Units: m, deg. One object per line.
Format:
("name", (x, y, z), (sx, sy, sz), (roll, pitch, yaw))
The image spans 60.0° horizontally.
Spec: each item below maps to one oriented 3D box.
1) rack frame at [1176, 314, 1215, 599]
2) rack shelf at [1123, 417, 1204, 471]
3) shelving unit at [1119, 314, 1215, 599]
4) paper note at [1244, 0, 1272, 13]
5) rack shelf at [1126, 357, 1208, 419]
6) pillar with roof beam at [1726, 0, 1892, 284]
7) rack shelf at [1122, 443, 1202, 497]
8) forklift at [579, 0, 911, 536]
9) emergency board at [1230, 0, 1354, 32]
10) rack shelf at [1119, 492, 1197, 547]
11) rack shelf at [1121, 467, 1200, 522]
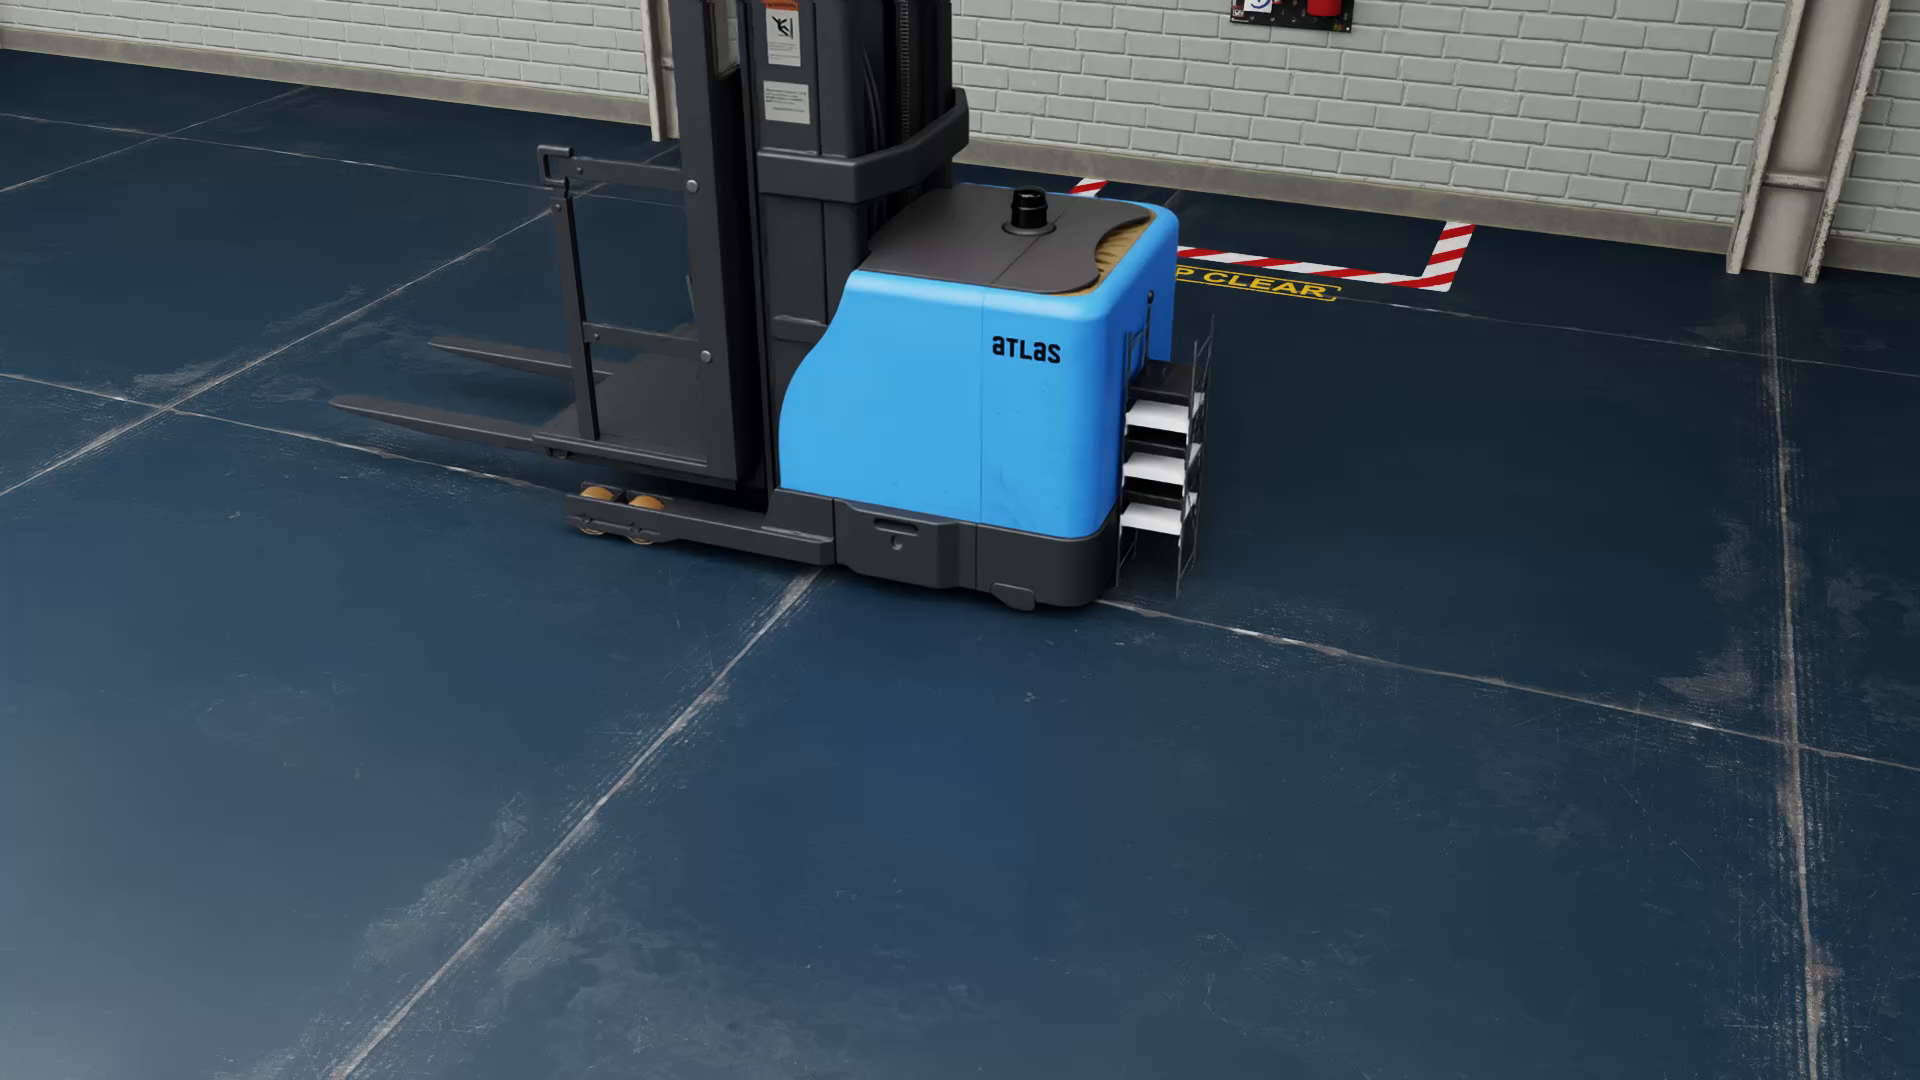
("rack frame", (0.746, -0.255, 5.286), (0.006, 0.900, 0.240), (10, 31, 18))
("rack shelf", (0.651, -0.321, 5.289), (0.200, 0.077, 0.258), (10, 31, 18))
("shelving unit", (-7.143, -3.327, 10.722), (19.154, 0.900, 6.446), (10, 31, 18))
("paper note", (1.533, -2.787, 8.527), (0.142, 0.148, 0.016), (11, 31, 19))
("rack shelf", (0.651, -0.478, 5.200), (0.200, 0.077, 0.258), (10, 31, 18))
("pillar with roof beam", (2.328, -3.280, 2.408), (0.400, 9.000, 9.100), (11, 31, 19))
("rack shelf", (0.651, -0.243, 5.333), (0.200, 0.077, 0.258), (10, 31, 18))
("forklift", (-0.828, -1.491, 5.410), (3.031, 2.935, 1.121), (10, 31, 18))
("emergency board", (1.671, -3.106, 8.197), (0.643, 1.169, 0.194), (11, 31, 19))
("rack shelf", (-7.146, -3.055, 10.876), (19.149, 0.275, 6.446), (10, 31, 18))
("rack shelf", (0.651, -0.165, 5.378), (0.200, 0.077, 0.258), (10, 31, 18))
